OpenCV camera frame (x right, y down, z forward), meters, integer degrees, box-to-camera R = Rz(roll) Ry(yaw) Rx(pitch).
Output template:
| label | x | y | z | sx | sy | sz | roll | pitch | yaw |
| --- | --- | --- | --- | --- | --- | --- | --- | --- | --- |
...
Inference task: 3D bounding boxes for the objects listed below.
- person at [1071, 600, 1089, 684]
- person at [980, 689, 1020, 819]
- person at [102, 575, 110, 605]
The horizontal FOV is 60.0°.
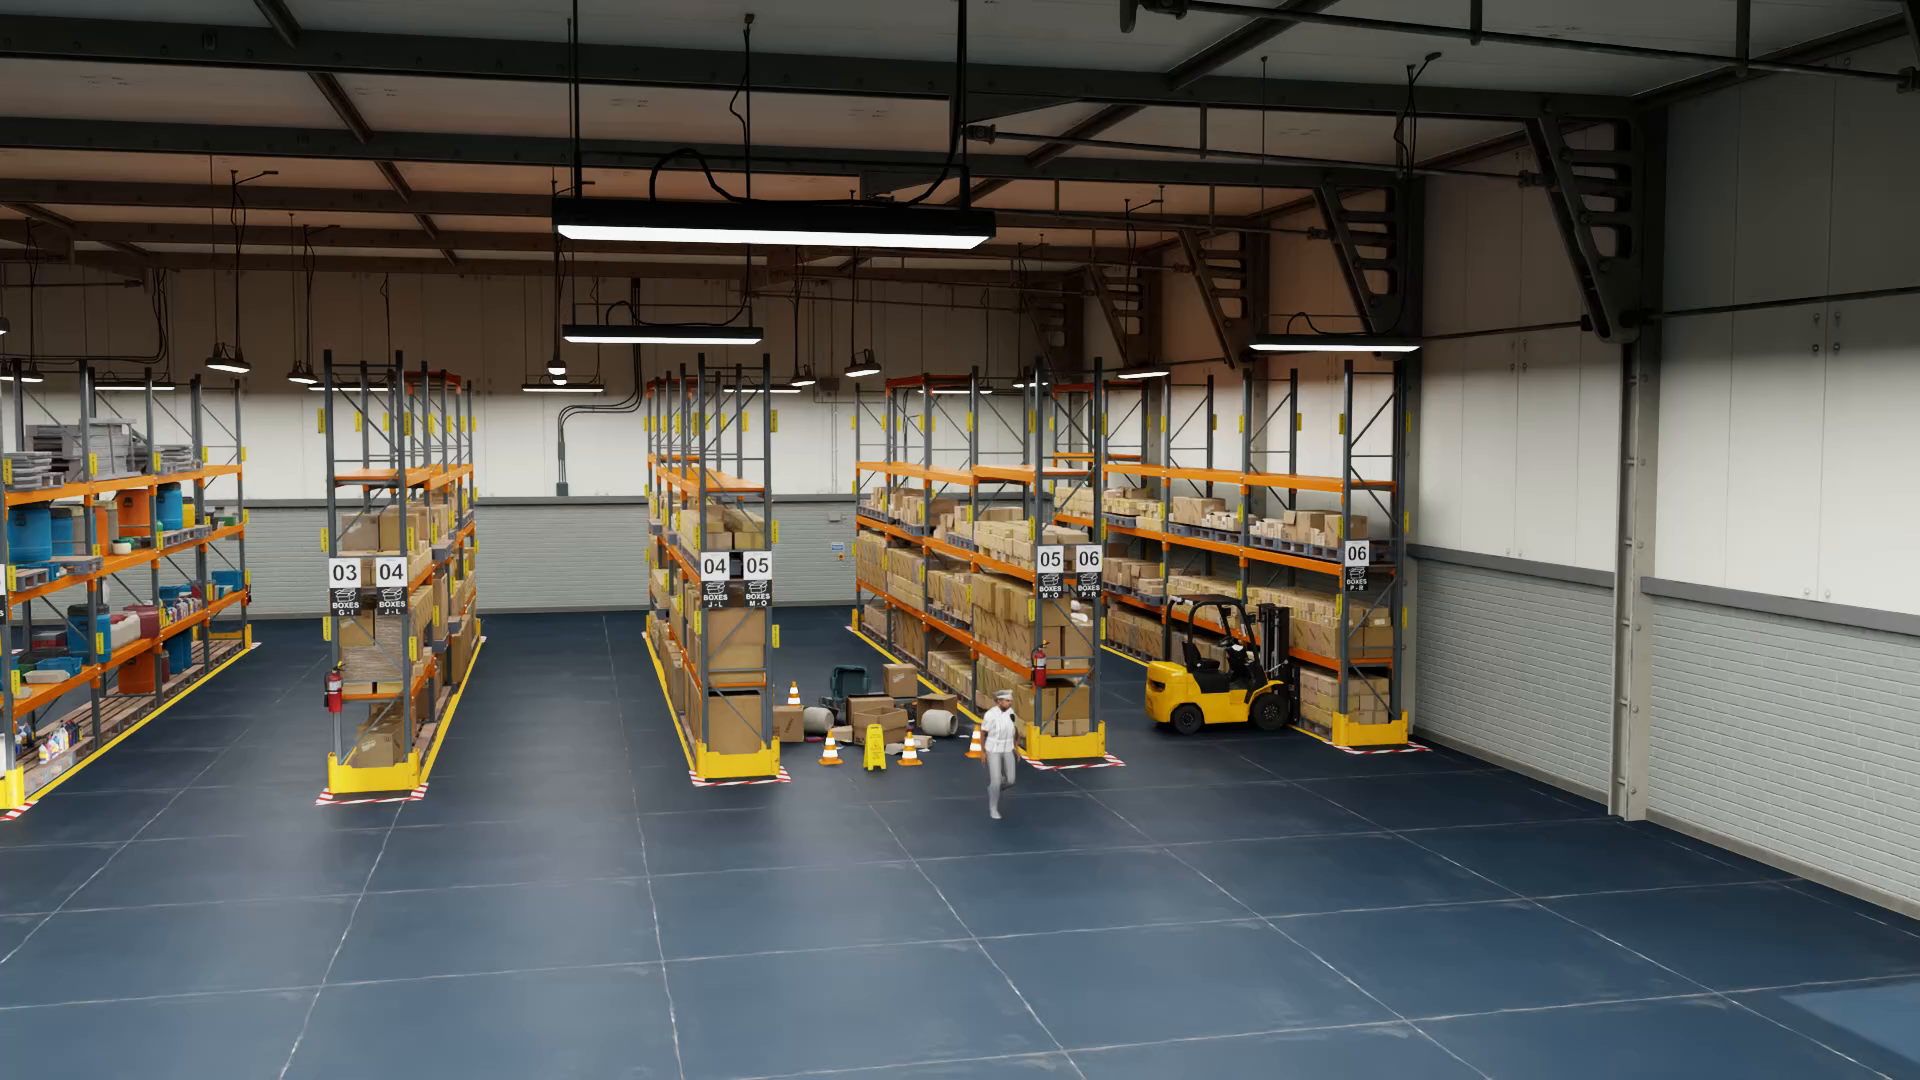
| label | x | y | z | sx | sy | sz | roll | pitch | yaw |
| --- | --- | --- | --- | --- | --- | --- | --- | --- | --- |
| person | 2.146 | 1.983 | 31.423 | 0.672 | 1.682 | 0.796 | -1 | 4 | -13 |
| person | 0.460 | 2.705 | 21.333 | 0.510 | 1.654 | 0.583 | -2 | 5 | -32 |
| person | -19.381 | 1.503 | 37.396 | 0.504 | 1.764 | 0.609 | -1 | 4 | -19 |
